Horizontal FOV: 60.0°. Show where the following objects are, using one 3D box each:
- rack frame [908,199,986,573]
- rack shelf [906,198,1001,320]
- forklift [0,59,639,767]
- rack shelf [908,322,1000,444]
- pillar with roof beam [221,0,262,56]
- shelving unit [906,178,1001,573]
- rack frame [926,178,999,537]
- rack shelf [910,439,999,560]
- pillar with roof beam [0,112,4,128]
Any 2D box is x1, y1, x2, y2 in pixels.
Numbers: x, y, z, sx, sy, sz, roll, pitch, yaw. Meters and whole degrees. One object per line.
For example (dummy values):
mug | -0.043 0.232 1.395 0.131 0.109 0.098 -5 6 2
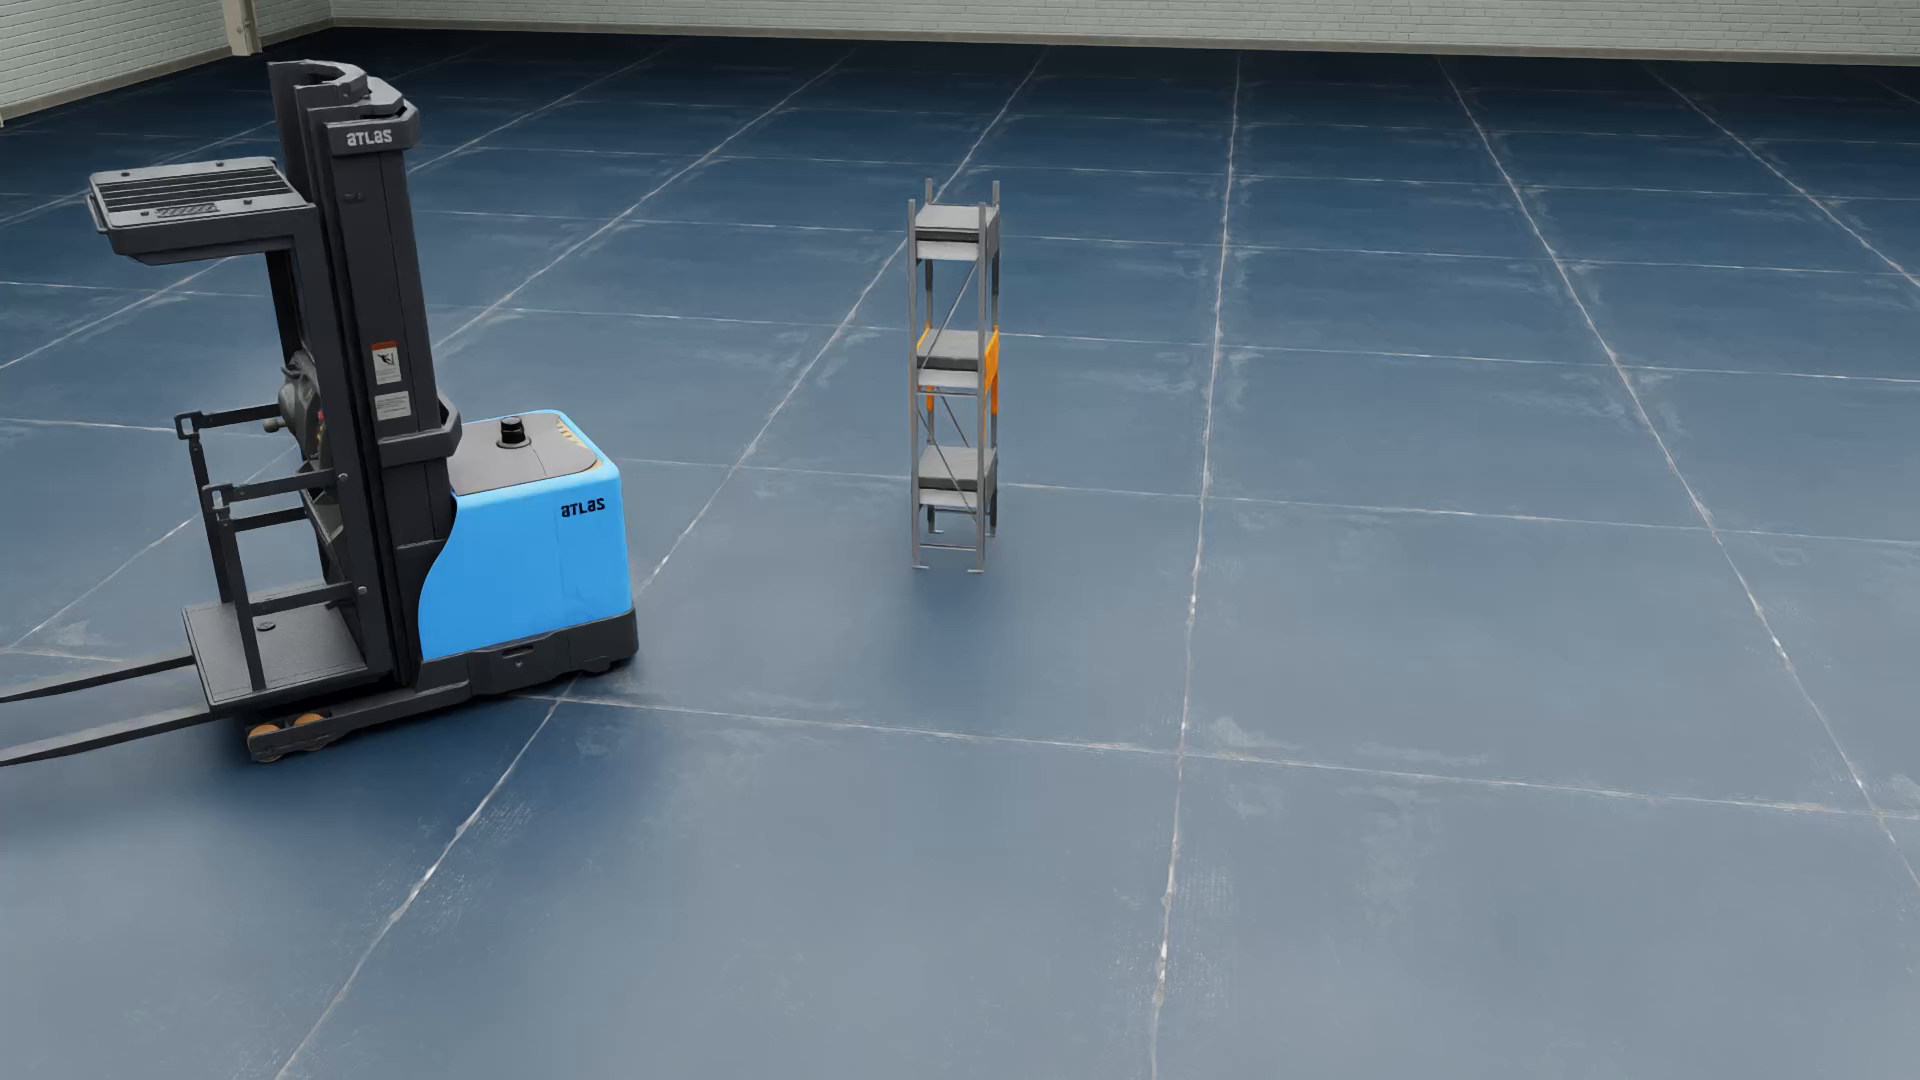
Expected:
rack frame | -0.067 -0.780 8.939 0.400 2.100 0.015 4 25 9
rack shelf | -0.027 -1.503 8.866 0.431 0.518 0.480 4 25 9
forklift | -3.161 -0.571 7.512 3.031 2.935 1.130 -13 28 -26
rack shelf | -0.027 -0.869 9.163 0.431 0.518 0.480 4 25 9
pillar with roof beam | -6.904 -11.381 23.450 9.100 9.000 0.400 4 25 9
shelving unit | -0.027 -0.882 9.157 0.431 2.100 0.503 4 25 9
rack frame | 0.013 -0.984 9.375 0.400 2.100 0.015 4 25 9
rack shelf | -0.027 -0.235 9.459 0.431 0.518 0.480 4 25 9
pillar with roof beam | -7.884 -8.872 18.089 9.100 9.000 0.400 4 25 9
